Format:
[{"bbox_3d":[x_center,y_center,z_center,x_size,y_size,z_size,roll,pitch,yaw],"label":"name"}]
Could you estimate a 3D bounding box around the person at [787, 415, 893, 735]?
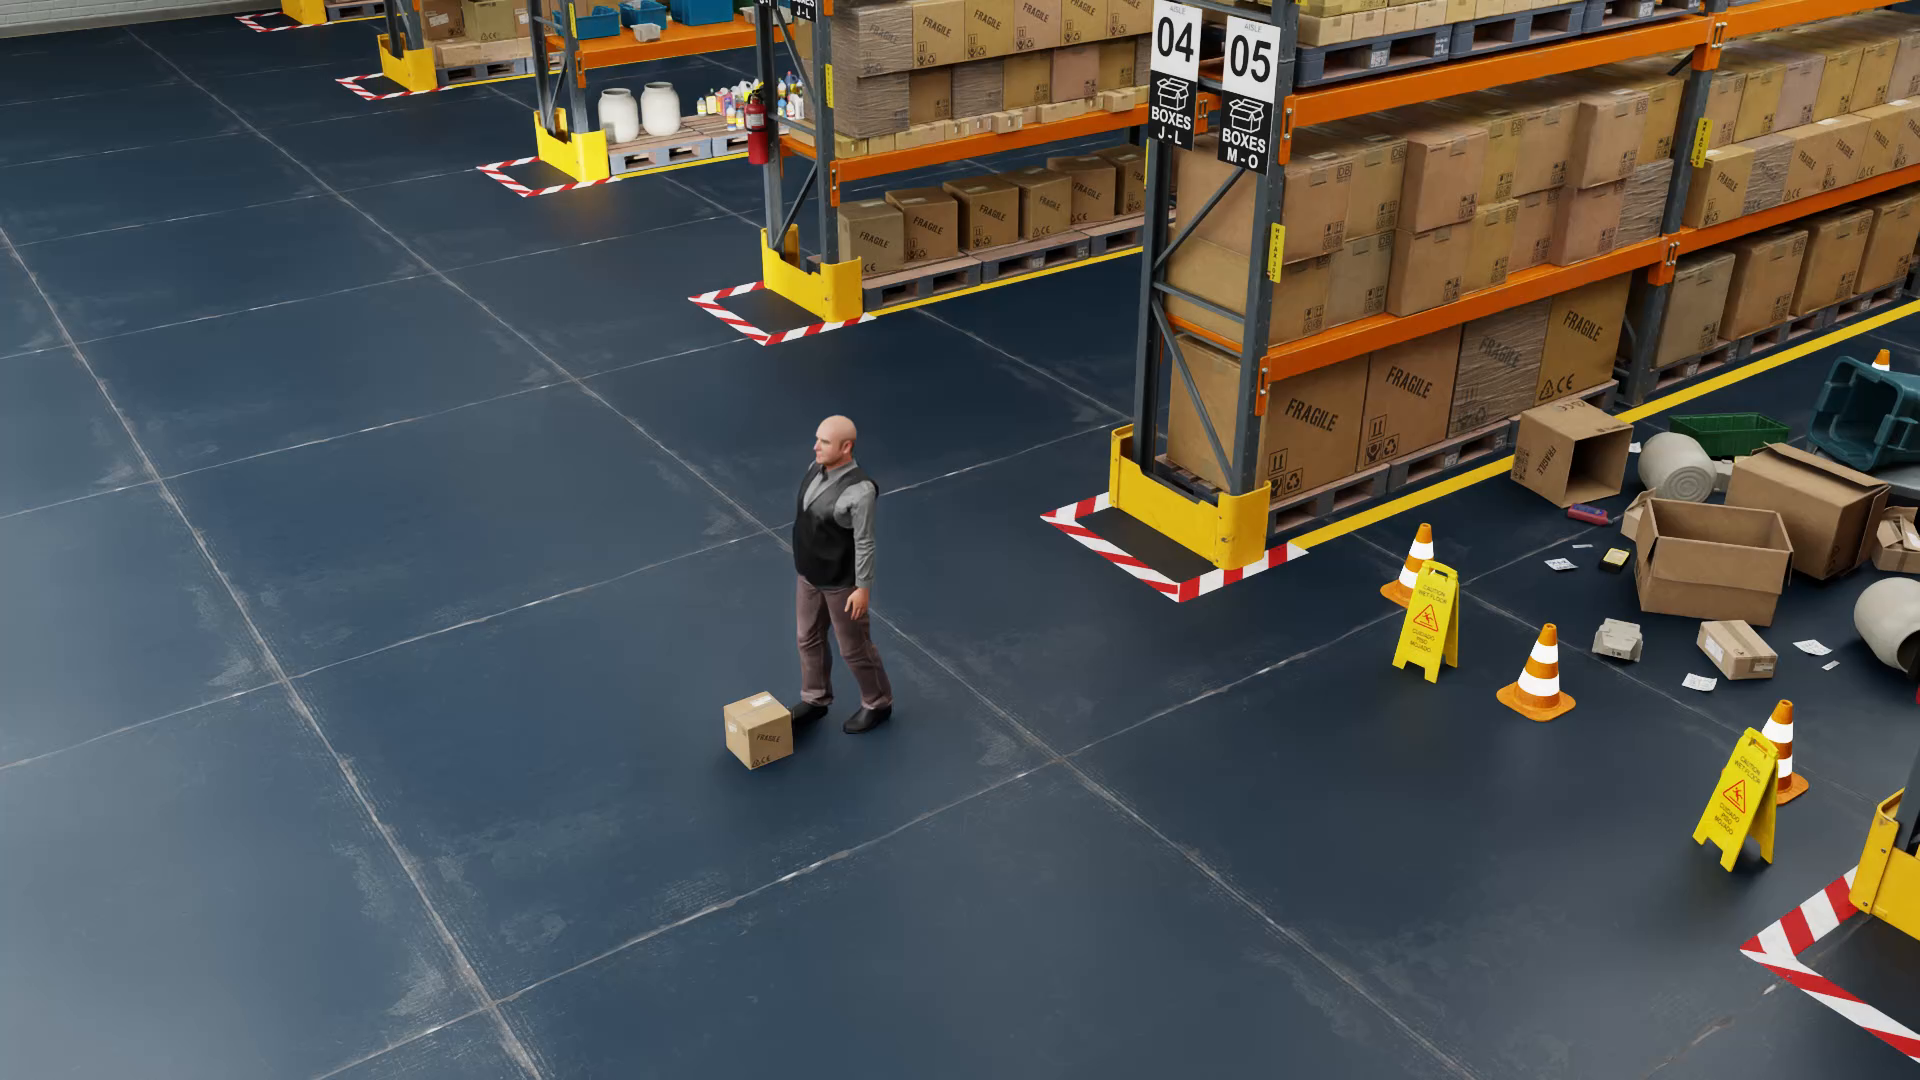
[{"bbox_3d":[-0.645,0.196,8.301,0.567,1.731,0.544,-18,33,-30],"label":"person"}]
